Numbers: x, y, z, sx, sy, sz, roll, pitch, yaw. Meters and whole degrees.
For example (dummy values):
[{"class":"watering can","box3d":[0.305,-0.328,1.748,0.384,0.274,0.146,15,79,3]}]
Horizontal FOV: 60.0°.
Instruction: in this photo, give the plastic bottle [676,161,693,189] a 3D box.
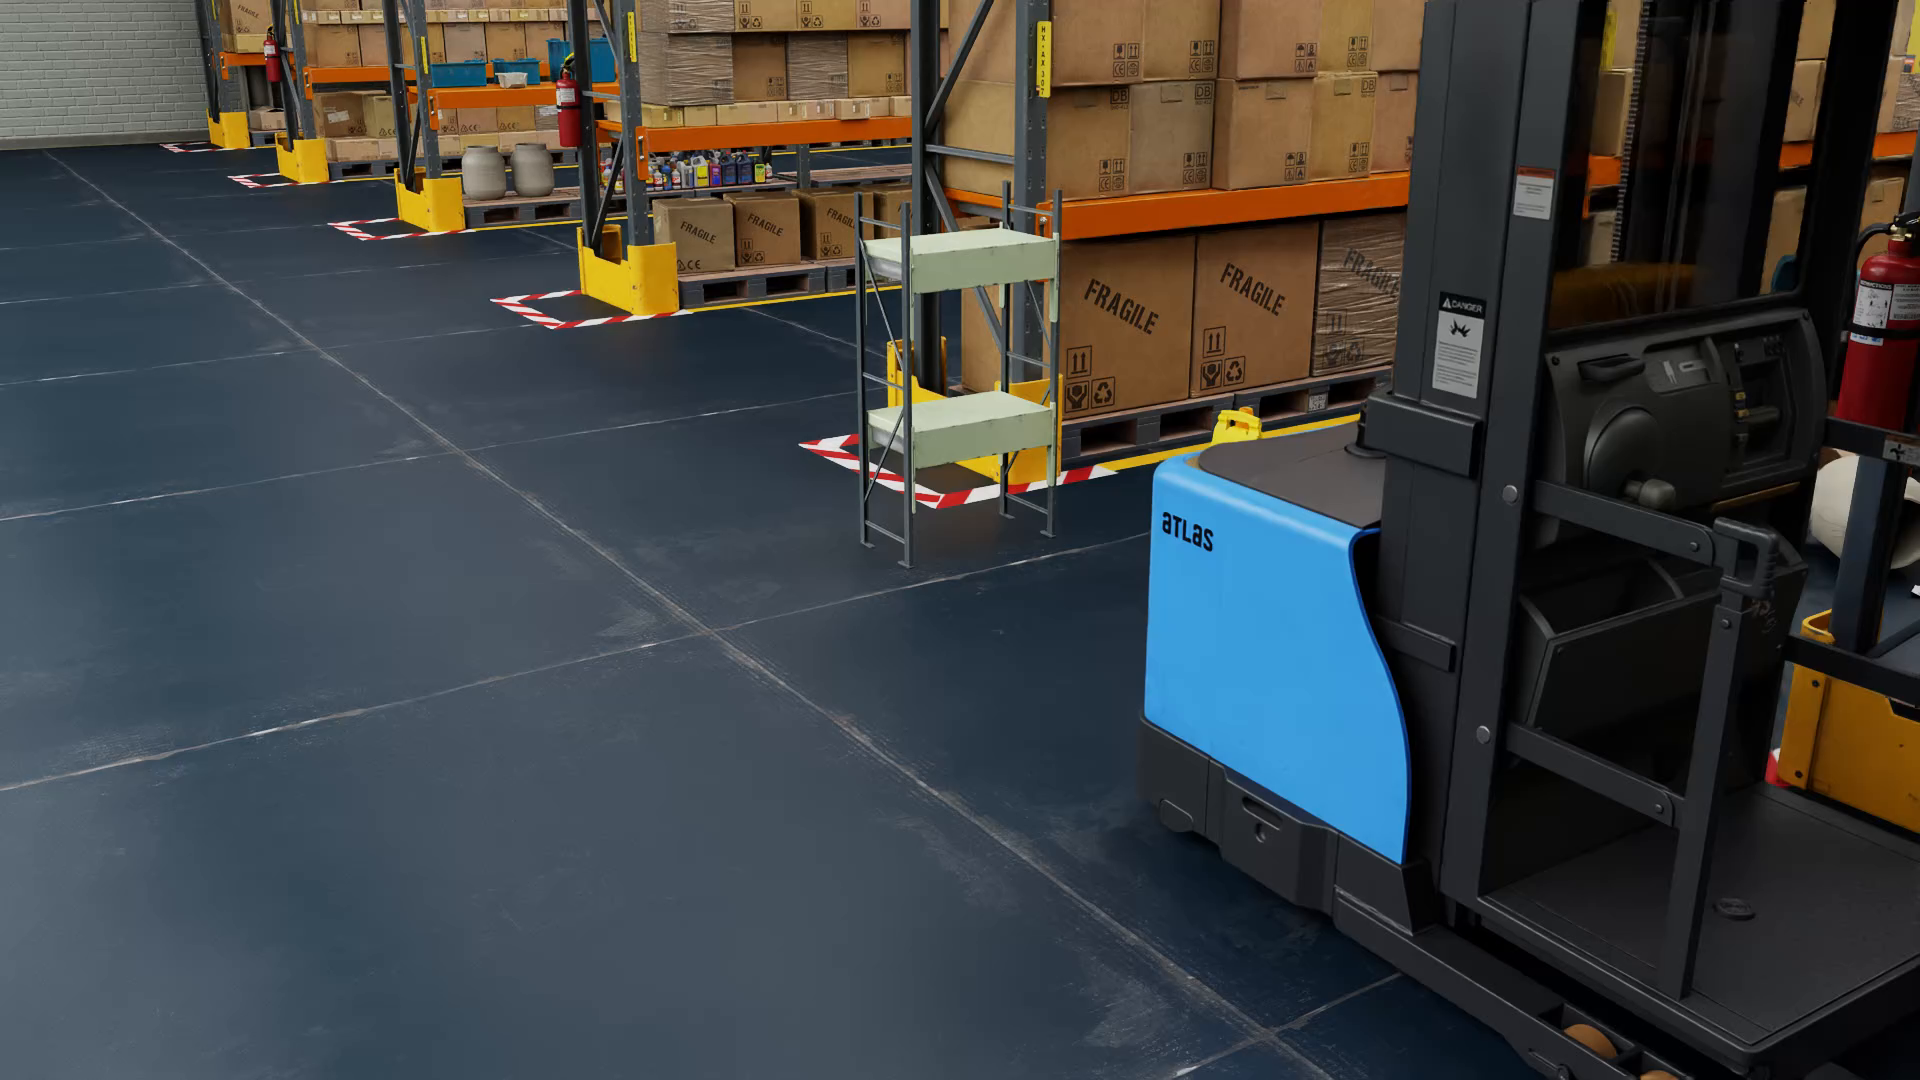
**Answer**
[{"class":"plastic bottle","box3d":[-2.897,-3.850,17.516,0.135,0.276,0.152,-11,22,-30]}]

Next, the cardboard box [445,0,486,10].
[{"class":"cardboard box","box3d":[-6.295,-6.883,20.740,0.500,0.500,0.700,-12,22,-31]}]

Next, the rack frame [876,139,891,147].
[{"class":"rack frame","box3d":[-1.330,-7.271,24.068,0.127,3.000,1.000,-12,22,-31]}]

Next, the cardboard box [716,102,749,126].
[{"class":"cardboard box","box3d":[-1.761,-3.158,12.294,0.250,0.149,0.380,-12,22,-31]}]

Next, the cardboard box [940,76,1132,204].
[{"class":"cardboard box","box3d":[0.362,-2.016,8.289,0.550,0.550,0.875,-12,22,-31]}]

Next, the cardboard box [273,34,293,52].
[{"class":"cardboard box","box3d":[-9.731,-7.221,24.123,0.500,0.250,0.500,-13,22,-33]}]

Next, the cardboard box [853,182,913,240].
[{"class":"cardboard box","box3d":[-0.531,-2.638,13.611,0.500,0.500,0.500,-14,23,-36]}]

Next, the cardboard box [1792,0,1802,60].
[{"class":"cardboard box","box3d":[5.102,-3.450,11.049,0.500,0.500,0.700,-12,22,-32]}]

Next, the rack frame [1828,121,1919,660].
[{"class":"rack frame","box3d":[2.884,-0.561,4.220,0.127,3.000,1.000,-12,22,-31]}]

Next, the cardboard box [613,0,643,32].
[{"class":"cardboard box","box3d":[-2.243,-4.036,12.319,0.500,0.500,0.500,-12,22,-31]}]

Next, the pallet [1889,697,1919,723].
[{"class":"pallet","box3d":[3.645,0.613,5.101,1.213,0.211,1.003,-12,22,-31]}]

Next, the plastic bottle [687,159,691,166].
[{"class":"plastic bottle","box3d":[-2.837,-3.904,17.664,0.133,0.283,0.061,-12,22,-31]}]

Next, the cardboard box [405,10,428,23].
[{"class":"cardboard box","box3d":[-6.704,-6.410,20.354,0.250,0.149,0.380,-13,23,-33]}]

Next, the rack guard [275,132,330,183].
[{"class":"rack guard","box3d":[-8.032,-4.673,20.288,0.348,0.500,1.175,-12,22,-31]}]

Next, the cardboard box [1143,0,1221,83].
[{"class":"cardboard box","box3d":[0.817,-2.626,8.409,0.550,0.550,0.875,-12,22,-31]}]

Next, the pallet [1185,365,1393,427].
[{"class":"pallet","box3d":[1.720,-0.921,9.640,1.213,0.211,1.003,-12,22,-31]}]

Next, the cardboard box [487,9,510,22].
[{"class":"cardboard box","box3d":[-5.842,-6.593,20.893,0.250,0.149,0.380,-11,22,-30]}]

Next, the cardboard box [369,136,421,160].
[{"class":"cardboard box","box3d":[-7.026,-4.882,20.640,0.500,0.250,0.500,-12,22,-31]}]

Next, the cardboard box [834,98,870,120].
[{"class":"cardboard box","box3d":[-0.891,-3.317,12.765,0.250,0.149,0.380,-12,22,-31]}]

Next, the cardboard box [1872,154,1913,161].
[{"class":"cardboard box","box3d":[7.601,-2.929,13.300,0.500,0.250,0.500,-12,22,-31]}]

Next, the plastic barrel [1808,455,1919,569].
[{"class":"plastic barrel","box3d":[3.776,-0.109,6.906,0.421,0.421,0.512,2,19,6]}]

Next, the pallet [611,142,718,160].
[{"class":"pallet","box3d":[-4.077,-5.386,22.846,1.213,0.211,1.003,-12,22,-31]}]

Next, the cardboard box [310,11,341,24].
[{"class":"cardboard box","box3d":[-7.565,-6.228,19.814,0.250,0.149,0.380,-12,22,-32]}]

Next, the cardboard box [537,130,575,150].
[{"class":"cardboard box","box3d":[-5.361,-5.237,21.690,0.500,0.250,0.500,-12,22,-31]}]

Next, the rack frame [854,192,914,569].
[{"class":"rack frame","box3d":[-0.311,-0.645,6.810,0.023,1.500,0.400,-12,22,-31]}]

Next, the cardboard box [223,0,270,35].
[{"class":"cardboard box","box3d":[-10.175,-7.484,23.729,0.500,0.500,0.500,-12,22,-31]}]

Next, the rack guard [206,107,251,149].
[{"class":"rack guard","box3d":[-10.676,-6.015,24.258,0.348,0.500,1.175,-12,22,-31]}]

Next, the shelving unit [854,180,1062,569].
[{"class":"shelving unit","box3d":[-0.006,-0.709,7.001,0.755,1.500,0.431,-12,22,-31]}]

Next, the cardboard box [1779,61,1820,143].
[{"class":"cardboard box","box3d":[5.269,-2.905,10.999,0.500,0.500,0.500,-12,22,-31]}]

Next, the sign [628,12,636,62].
[{"class":"sign","box3d":[-2.268,-3.476,11.493,0.005,0.325,0.100,-12,22,-31]}]

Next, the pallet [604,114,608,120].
[{"class":"pallet","box3d":[-5.729,-6.924,27.395,1.213,0.211,1.003,-12,22,-31]}]

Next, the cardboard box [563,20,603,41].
[{"class":"cardboard box","box3d":[-5.038,-6.534,21.732,0.500,0.500,0.700,-13,22,-33]}]

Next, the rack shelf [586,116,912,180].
[{"class":"rack shelf","box3d":[-0.896,-3.223,13.218,4.000,0.370,1.077,-12,22,-31]}]

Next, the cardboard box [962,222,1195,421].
[{"class":"cardboard box","box3d":[0.607,-1.197,8.762,0.875,0.875,0.875,-12,22,-31]}]

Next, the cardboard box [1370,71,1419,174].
[{"class":"cardboard box","box3d":[2.154,-2.408,9.449,0.550,0.550,0.875,-12,22,-31]}]

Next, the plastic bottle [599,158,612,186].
[{"class":"plastic bottle","box3d":[-3.772,-3.932,17.758,0.135,0.276,0.152,-12,22,-31]}]

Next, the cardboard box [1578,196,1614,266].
[{"class":"cardboard box","box3d":[3.887,-1.838,10.855,0.750,0.750,1.050,-12,22,-32]}]

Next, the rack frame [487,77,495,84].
[{"class":"rack frame","box3d":[-7.398,-7.891,25.902,0.127,3.000,1.000,-12,22,-31]}]

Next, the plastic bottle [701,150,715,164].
[{"class":"plastic bottle","box3d":[-2.773,-4.125,18.211,0.185,0.351,0.144,-12,22,-31]}]

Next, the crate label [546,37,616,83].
[{"class":"crate label","box3d":[-3.902,-4.950,17.147,0.616,0.435,0.502,-12,22,-31]}]

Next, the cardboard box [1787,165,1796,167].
[{"class":"cardboard box","box3d":[9.546,-4.928,19.799,0.875,0.875,0.875,-12,22,-31]}]

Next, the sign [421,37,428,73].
[{"class":"sign","box3d":[-4.992,-4.520,15.497,0.005,0.325,0.100,-12,22,-31]}]

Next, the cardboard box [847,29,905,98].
[{"class":"cardboard box","box3d":[-0.875,-3.771,13.095,0.500,0.500,0.875,-12,22,-31]}]

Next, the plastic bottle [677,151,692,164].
[{"class":"plastic bottle","box3d":[-3.010,-4.130,18.227,0.185,0.351,0.144,-13,23,-34]}]

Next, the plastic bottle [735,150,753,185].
[{"class":"plastic bottle","box3d":[-2.329,-4.004,17.854,0.185,0.351,0.144,-13,22,-33]}]

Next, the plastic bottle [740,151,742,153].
[{"class":"plastic bottle","box3d":[-2.457,-4.218,18.611,0.097,0.271,0.097,0,19,0]}]

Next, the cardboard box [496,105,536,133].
[{"class":"cardboard box","box3d":[-5.778,-5.504,21.308,0.500,0.500,0.500,-12,22,-31]}]

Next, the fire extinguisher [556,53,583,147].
[{"class":"fire extinguisher","box3d":[-2.916,-3.278,12.378,0.183,0.674,0.296,-12,22,-31]}]

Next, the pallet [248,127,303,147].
[{"class":"pallet","box3d":[-9.978,-6.012,24.699,1.213,0.211,1.003,-12,22,-31]}]

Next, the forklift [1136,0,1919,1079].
[{"class":"forklift","box3d":[1.728,-0.281,3.500,1.130,2.935,3.031,-11,22,-31]}]

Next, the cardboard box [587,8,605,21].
[{"class":"cardboard box","box3d":[-4.780,-6.816,21.553,0.250,0.149,0.380,-12,22,-31]}]

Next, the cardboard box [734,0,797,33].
[{"class":"cardboard box","box3d":[-1.536,-3.984,12.163,0.500,0.500,0.500,-12,22,-31]}]

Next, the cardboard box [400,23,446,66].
[{"class":"cardboard box","box3d":[-6.761,-6.168,20.649,0.500,0.500,0.700,-12,22,-31]}]

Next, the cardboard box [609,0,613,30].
[{"class":"cardboard box","box3d":[-5.473,-8.540,26.980,0.500,0.500,0.700,-12,22,-31]}]

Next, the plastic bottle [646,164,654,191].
[{"class":"plastic bottle","box3d":[-3.235,-3.766,17.275,0.097,0.271,0.097,0,19,0]}]

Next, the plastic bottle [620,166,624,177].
[{"class":"plastic bottle","box3d":[-3.572,-3.891,17.754,0.097,0.201,0.097,0,19,0]}]
